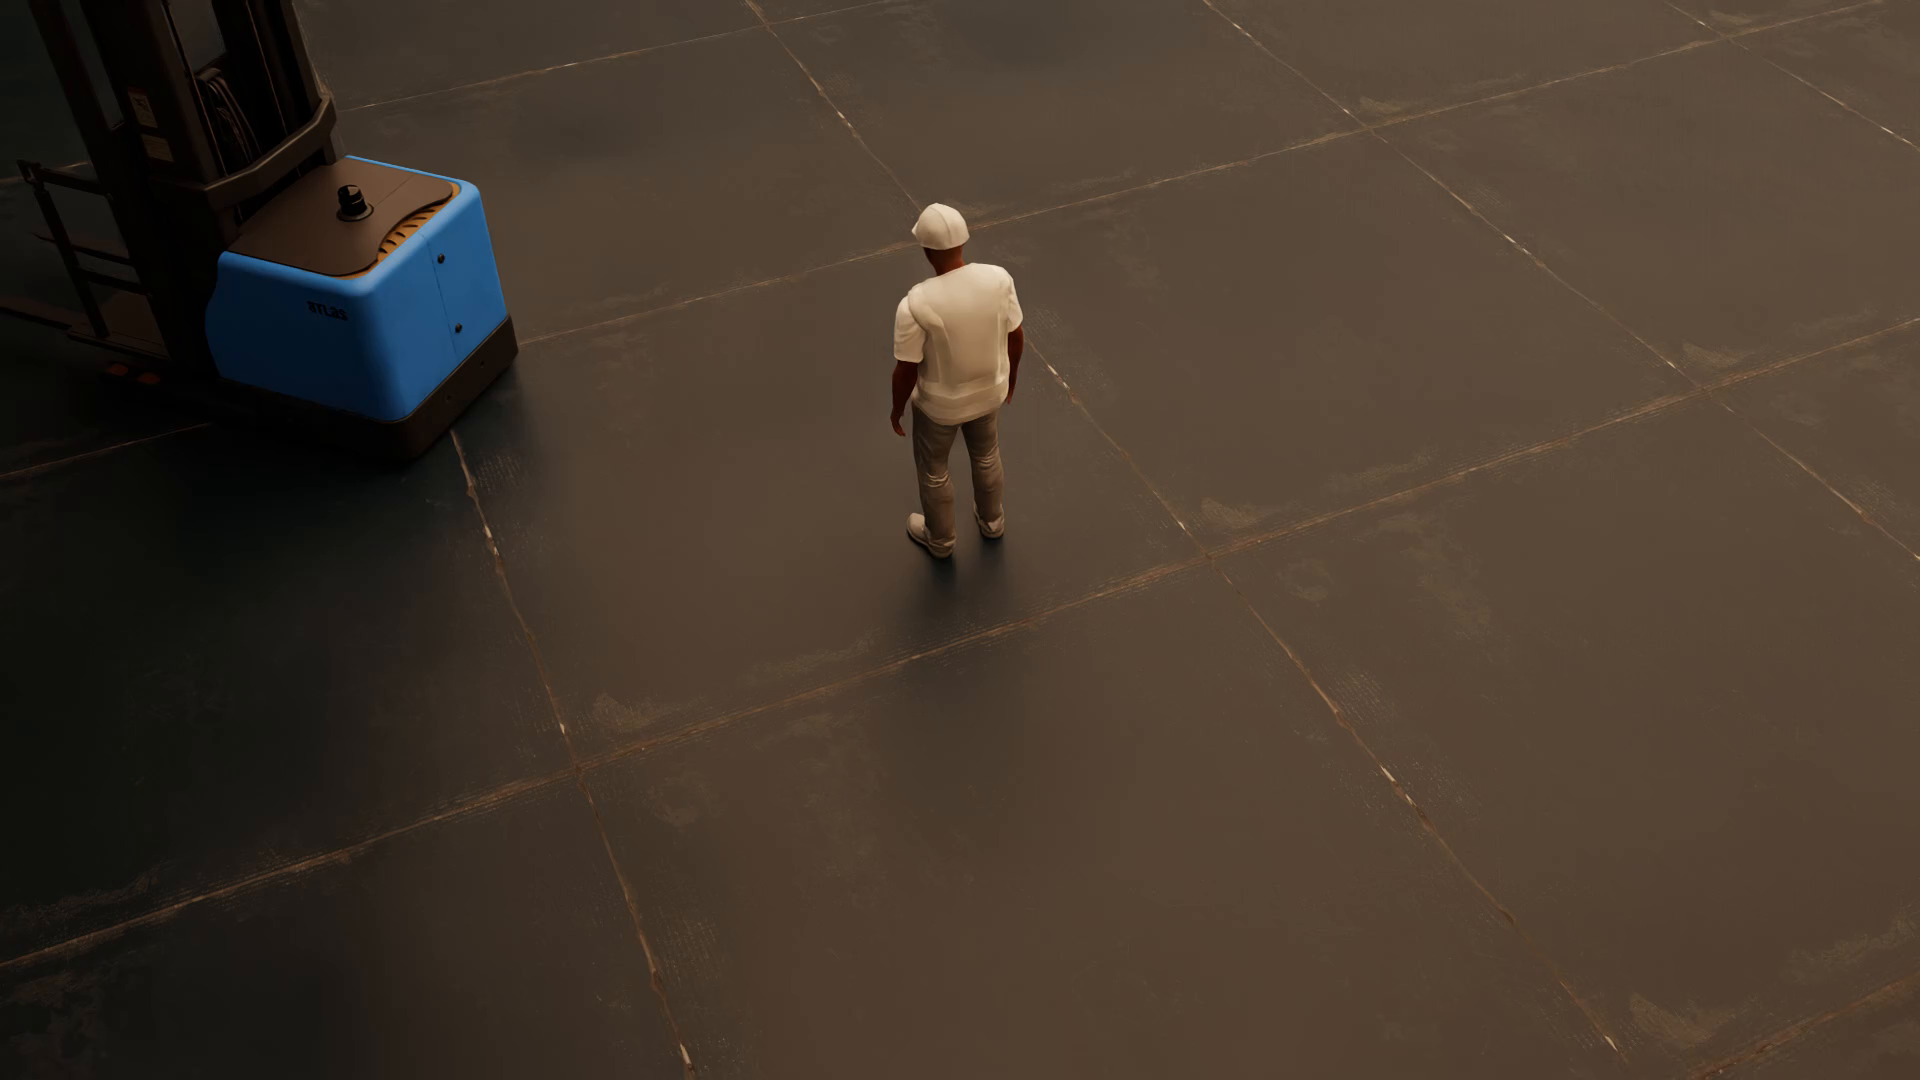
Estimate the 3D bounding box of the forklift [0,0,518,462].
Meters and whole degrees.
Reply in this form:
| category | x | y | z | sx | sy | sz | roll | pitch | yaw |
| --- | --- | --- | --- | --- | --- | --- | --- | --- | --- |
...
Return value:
| category | x | y | z | sx | sy | sz | roll | pitch | yaw |
| --- | --- | --- | --- | --- | --- | --- | --- | --- | --- |
| forklift | -3.904 | -2.089 | 7.918 | 3.031 | 2.935 | 1.130 | 15 | 45 | 15 |

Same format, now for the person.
| category | x | y | z | sx | sy | sz | roll | pitch | yaw |
| --- | --- | --- | --- | --- | --- | --- | --- | --- | --- |
| person | -0.024 | -0.664 | 7.253 | 0.626 | 1.760 | 0.460 | -19 | 46 | -19 |
